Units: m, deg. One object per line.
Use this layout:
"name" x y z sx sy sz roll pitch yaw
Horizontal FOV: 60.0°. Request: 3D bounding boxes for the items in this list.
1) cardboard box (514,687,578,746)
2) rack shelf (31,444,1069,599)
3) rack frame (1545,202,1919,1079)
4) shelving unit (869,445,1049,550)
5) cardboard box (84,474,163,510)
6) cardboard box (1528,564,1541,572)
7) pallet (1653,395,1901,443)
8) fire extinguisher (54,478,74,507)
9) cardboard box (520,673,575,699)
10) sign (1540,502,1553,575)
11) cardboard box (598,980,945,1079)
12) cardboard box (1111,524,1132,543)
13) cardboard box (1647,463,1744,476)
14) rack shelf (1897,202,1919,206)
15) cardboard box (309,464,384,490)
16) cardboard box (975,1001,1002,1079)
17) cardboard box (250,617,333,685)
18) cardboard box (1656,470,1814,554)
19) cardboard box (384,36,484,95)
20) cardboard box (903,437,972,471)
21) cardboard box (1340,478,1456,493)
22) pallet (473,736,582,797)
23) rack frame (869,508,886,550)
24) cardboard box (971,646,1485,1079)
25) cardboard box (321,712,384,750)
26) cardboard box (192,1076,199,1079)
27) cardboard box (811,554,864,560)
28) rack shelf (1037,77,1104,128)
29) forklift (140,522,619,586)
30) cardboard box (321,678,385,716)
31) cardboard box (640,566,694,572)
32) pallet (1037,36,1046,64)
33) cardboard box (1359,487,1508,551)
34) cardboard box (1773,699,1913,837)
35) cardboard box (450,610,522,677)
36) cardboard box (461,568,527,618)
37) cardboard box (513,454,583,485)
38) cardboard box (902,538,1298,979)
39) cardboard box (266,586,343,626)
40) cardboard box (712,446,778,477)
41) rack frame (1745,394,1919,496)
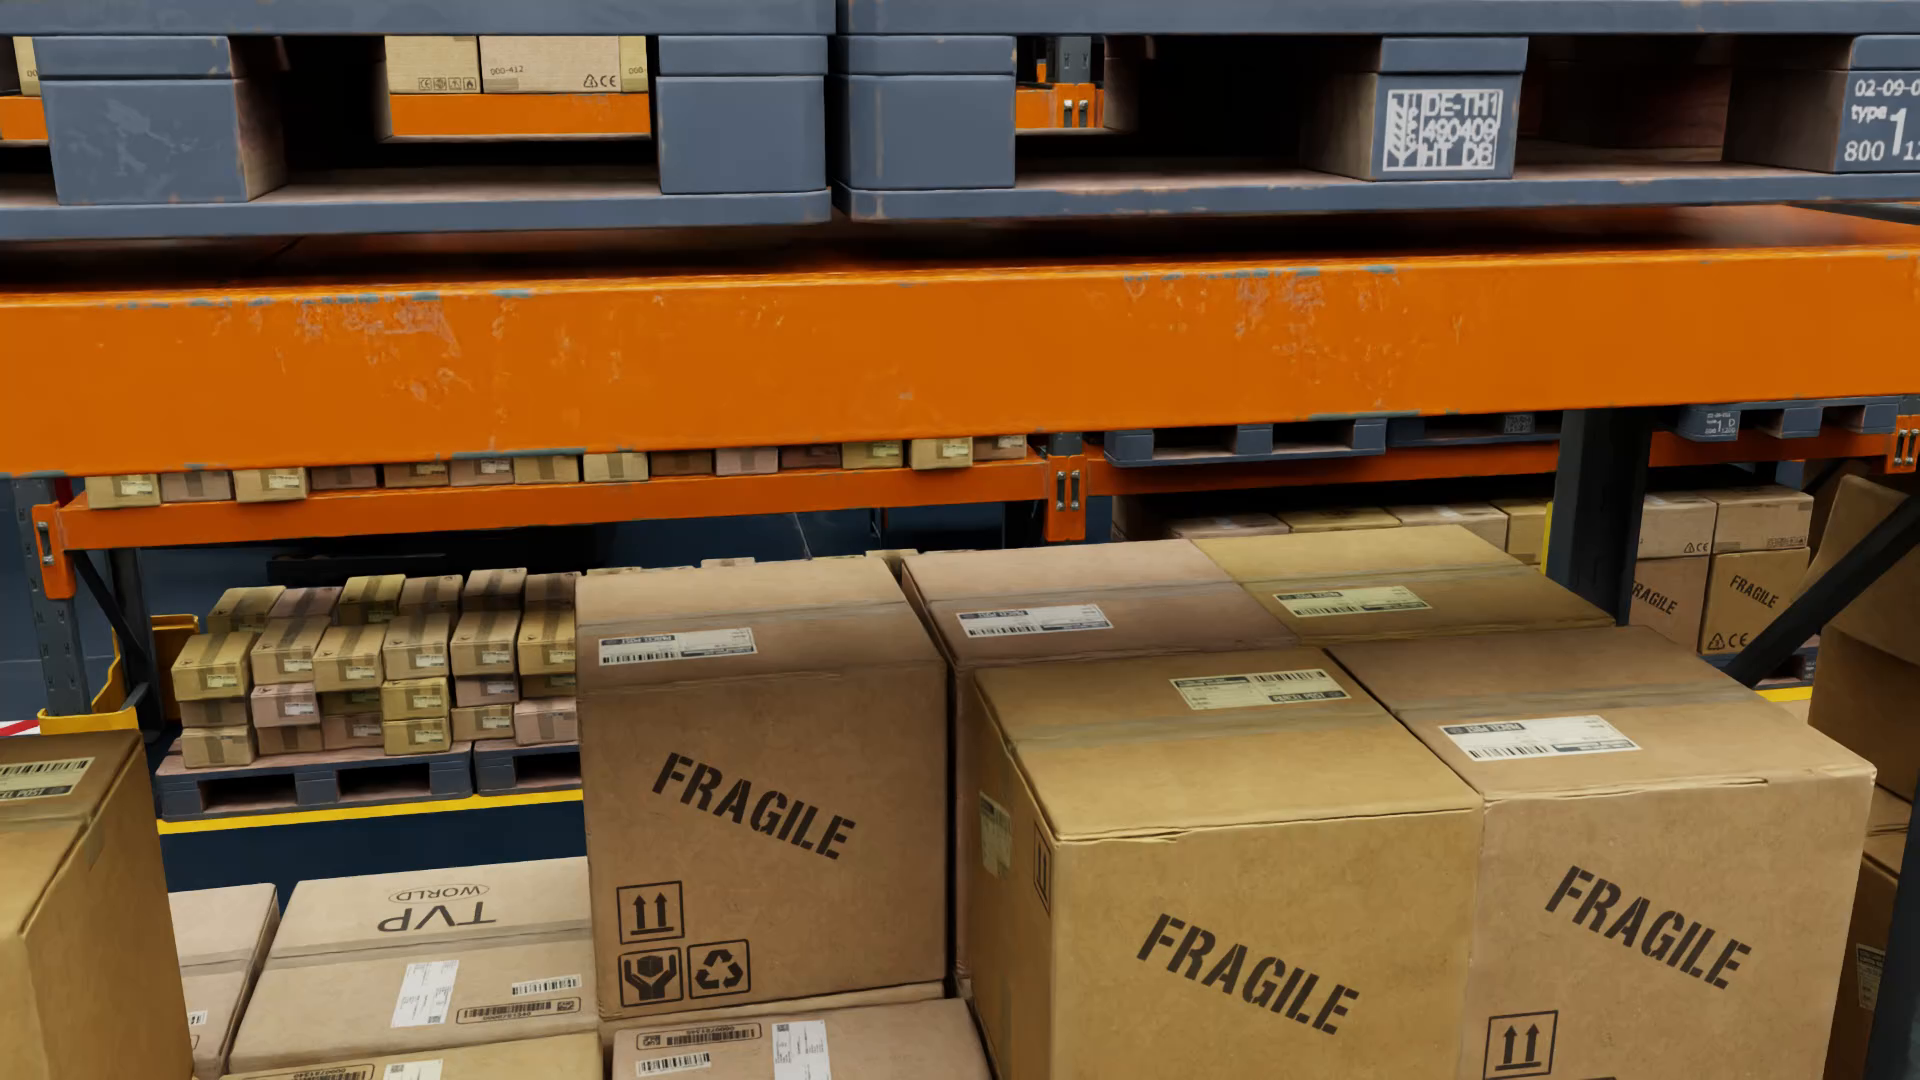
"cardboard box" -1.746 0.716 7.012 0.250 0.149 0.380 -4 18 -13
"rack shelf" -1.607 -0.209 7.110 4.000 0.370 1.077 -3 17 -10
"rack frame" 1.199 0.771 2.693 0.127 3.000 1.000 -3 17 -10
"shelving unit" -0.007 -0.537 10.145 1.048 1.125 0.538 -3 17 -10
"cardboard box" -3.190 -0.245 6.430 0.250 0.149 0.380 -3 17 -11
"cardboard box" 2.661 0.281 7.831 0.500 0.500 0.500 -4 18 -13
"pallet" 3.605 -0.725 7.891 1.003 0.211 1.213 -3 17 -10
"fire extinguisher" -3.905 -0.346 7.095 0.183 0.674 0.296 -3 17 -10
"cardboard box" -1.731 0.532 7.103 0.250 0.149 0.380 -2 17 -8
"sign" 1.086 0.099 3.043 0.005 0.325 0.100 -3 17 -10
"cardboard box" -0.309 0.708 2.648 0.500 0.250 0.500 -3 17 -9
"cardboard box" 1.036 0.216 8.043 0.500 0.500 0.500 -4 17 -11
"cardboard box" 3.562 -0.283 8.390 0.500 0.250 0.500 -4 18 -13
"rack shelf" 3.163 -0.431 2.721 4.000 0.370 1.077 -3 17 -10
"cardboard box" -2.445 -0.325 6.689 0.250 0.149 0.380 -2 17 -8
"cardboard box" 0.308 0.830 2.249 0.500 0.250 0.500 -3 17 -9
"cardboard box" -2.743 0.455 6.850 0.250 0.149 0.380 -3 17 -9
"cardboard box" 3.663 -0.138 7.918 0.500 0.250 0.500 -4 17 -12
"cardboard box" -2.060 -1.816 6.262 0.500 0.250 0.500 -4 17 -12
"cardboard box" -0.111 -0.415 6.983 0.250 0.149 0.380 -4 17 -12
"cardboard box" 2.064 -0.202 8.124 0.500 0.250 0.500 -4 18 -13
"pallet" -1.496 0.785 7.397 1.213 0.211 1.003 -3 17 -10
"rack frame" -0.506 -0.509 10.053 0.032 1.125 0.500 -3 17 -10
"cardboard box" 0.306 0.471 2.140 0.500 0.500 0.500 -3 17 -10
"cardboard box" -2.511 0.729 6.969 0.250 0.149 0.380 -3 17 -10
"cardboard box" -1.203 0.916 1.968 0.500 0.250 0.500 -4 17 -12
"cardboard box" -0.541 0.199 7.682 0.250 0.149 0.380 -3 17 -11
"rack shelf" 2.321 -1.866 7.395 4.000 0.370 1.077 -3 17 -10
"forklift" -3.615 -1.303 9.563 3.031 2.935 1.130 -2 17 -5
"cardboard box" -2.504 0.585 6.933 0.250 0.149 0.380 -3 17 -10
"cardboard box" -1.310 0.250 7.517 0.250 0.149 0.380 -4 18 -13
"pallet" 0.210 -3.494 11.795 1.217 0.209 0.805 -4 18 -13
"cardboard box" 2.157 -0.051 7.636 0.500 0.250 0.500 -3 17 -8
"cardboard box" 1.606 0.618 3.020 0.500 0.500 0.500 -3 17 -10
"cardboard box" -1.970 0.427 6.940 0.250 0.149 0.380 -3 17 -8
"cardboard box" -2.091 0.258 7.491 0.250 0.149 0.380 -3 17 -8
"cardboard box" -1.668 -0.347 6.760 0.250 0.149 0.380 -3 17 -8
"cardboard box" 0.195 0.320 2.633 0.500 0.500 0.500 -3 17 -10
"cardboard box" -2.841 0.336 7.237 0.250 0.149 0.380 -3 17 -9
"cardboard box" -0.904 -0.387 6.890 0.250 0.149 0.380 -4 18 -13
"rack frame" 4.285 -0.887 8.092 0.127 3.000 1.000 -3 17 -10
